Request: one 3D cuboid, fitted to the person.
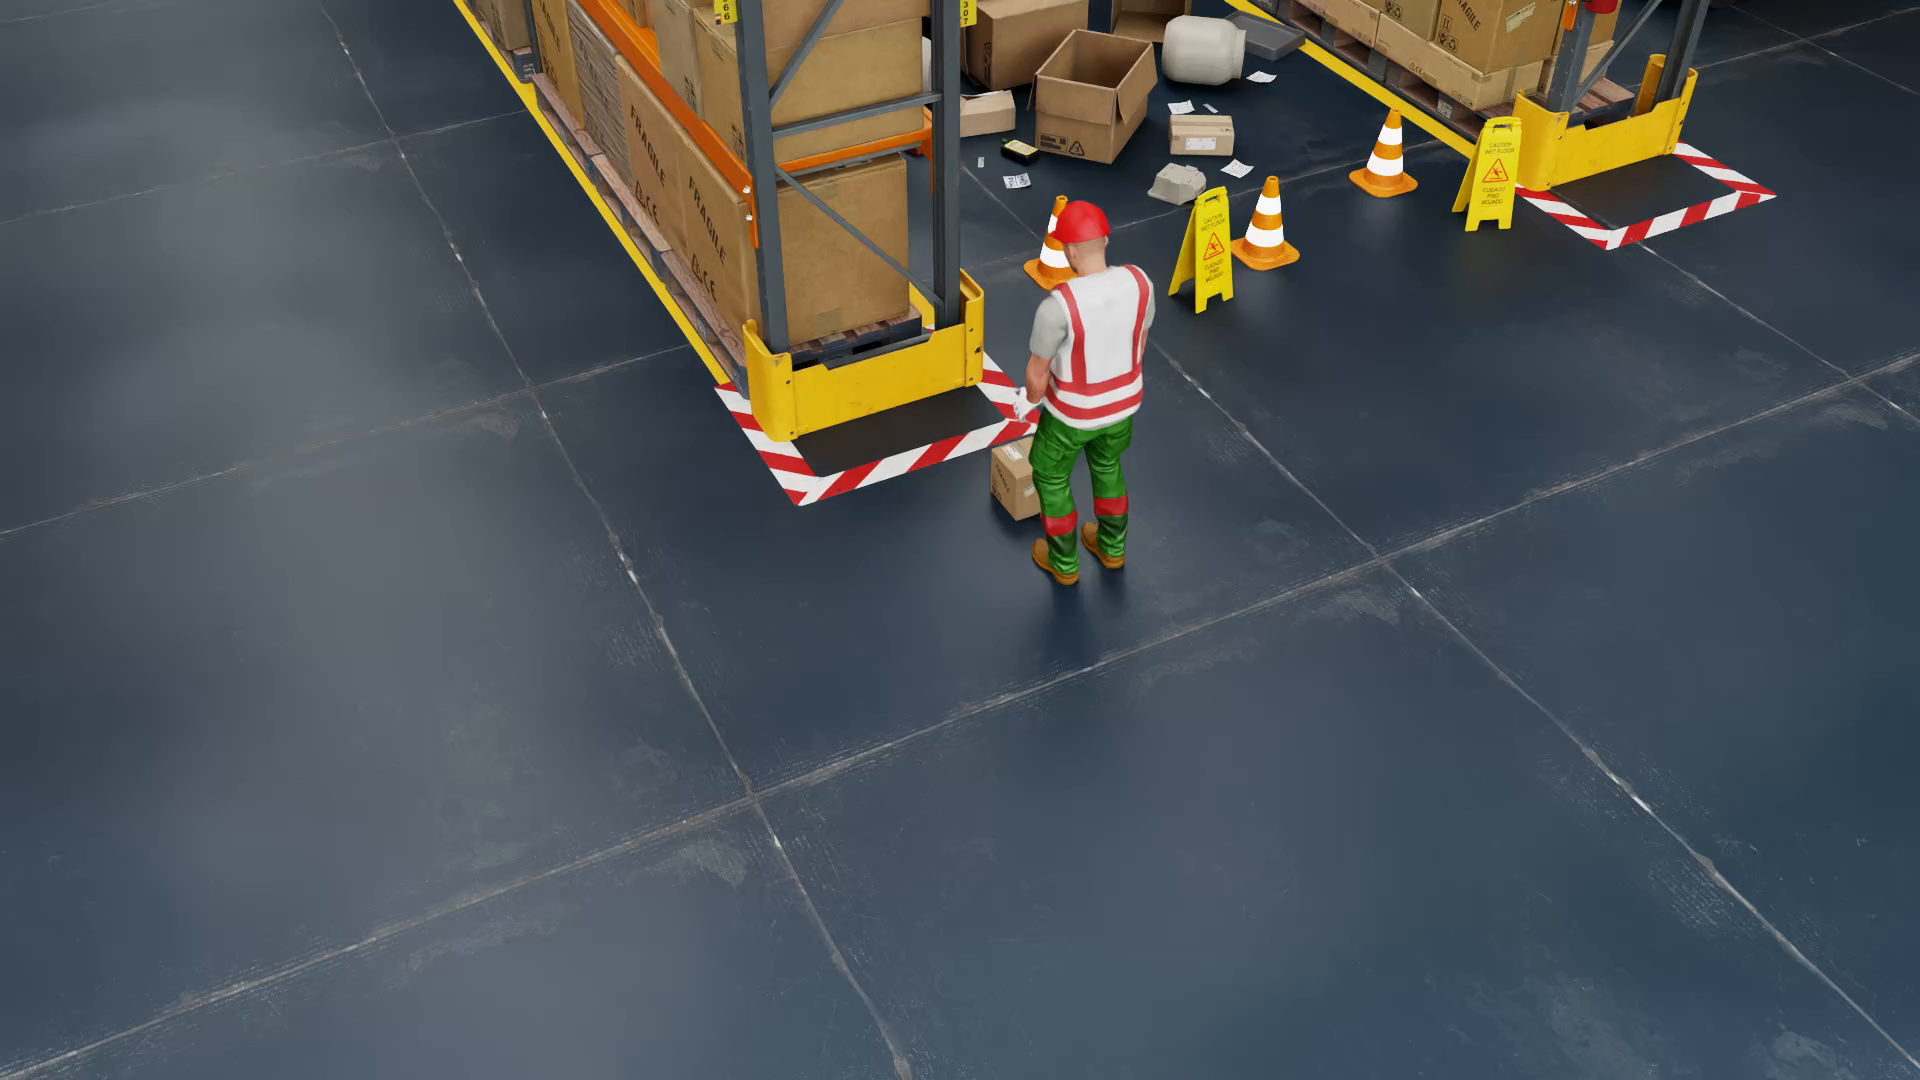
[{"bbox_3d":[0.498,-0.576,6.834,0.538,1.751,0.427,-18,44,-19],"label":"person"}]
